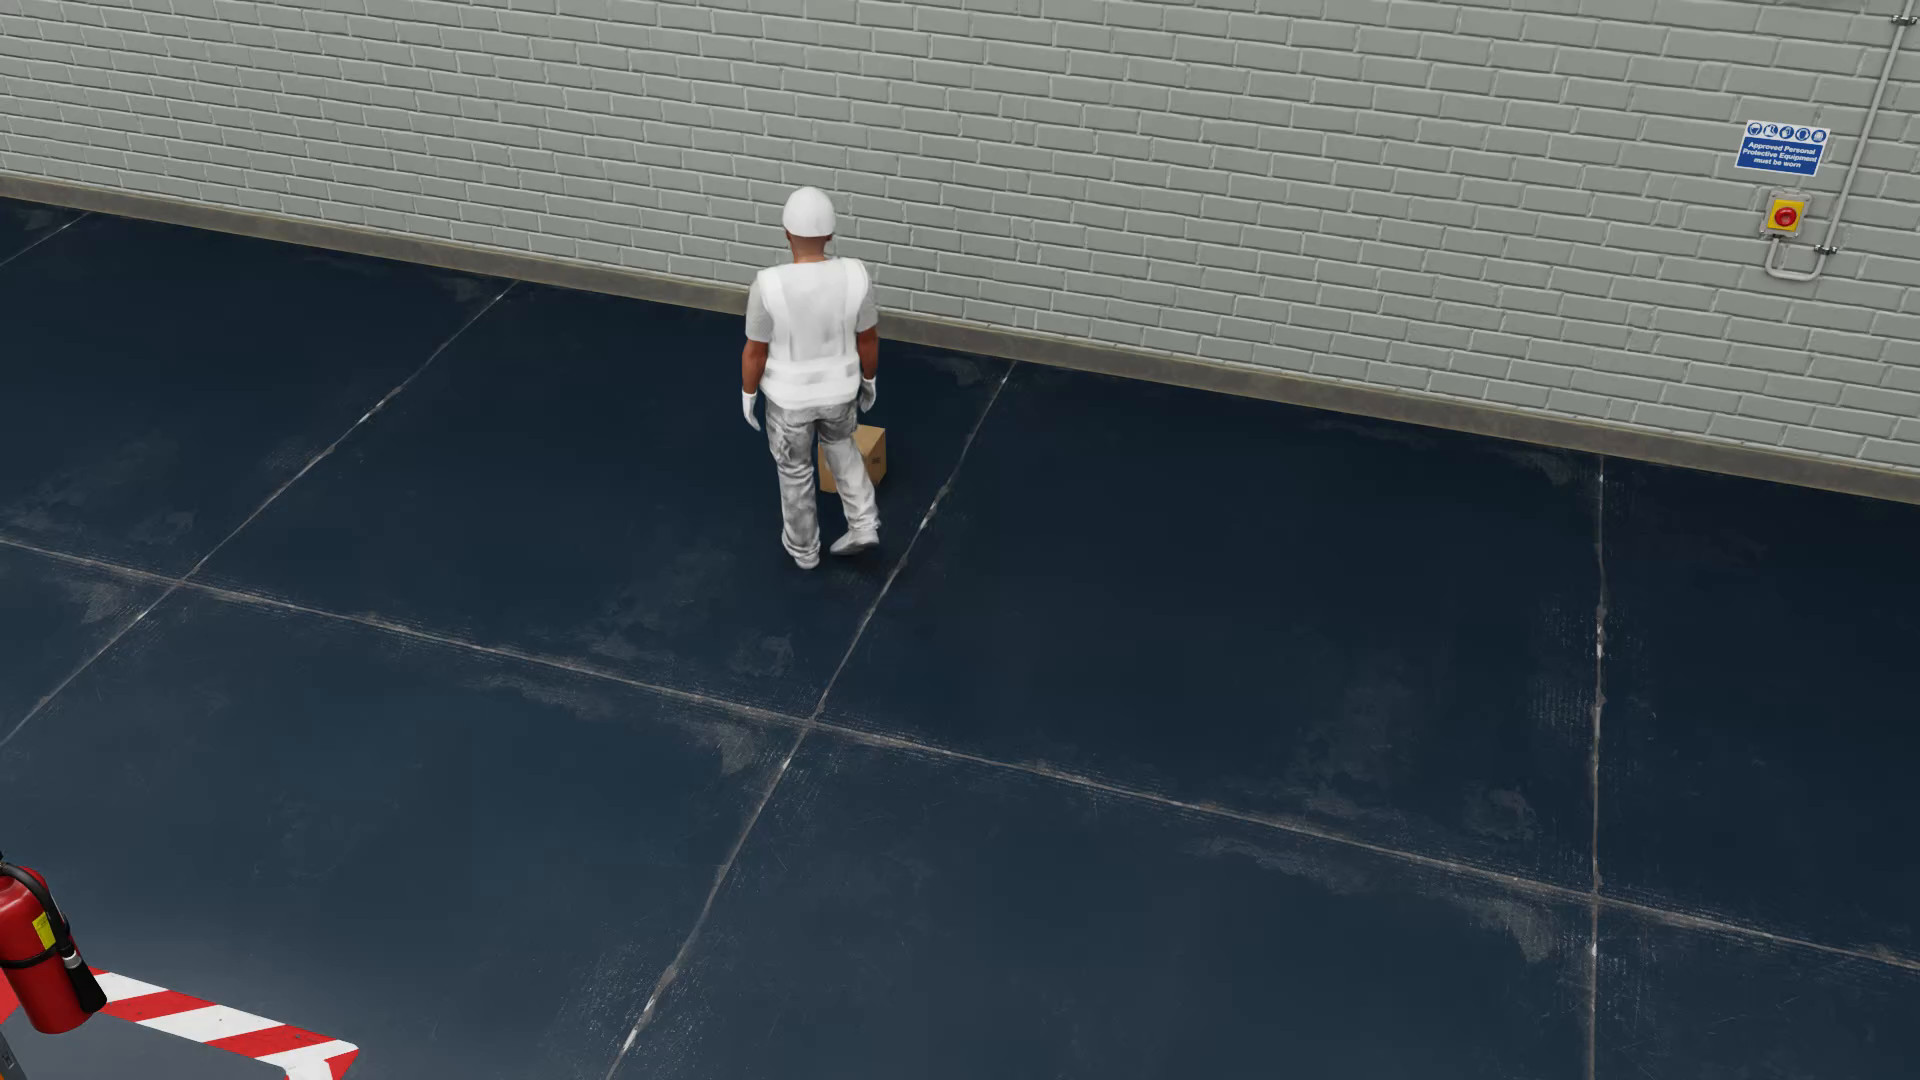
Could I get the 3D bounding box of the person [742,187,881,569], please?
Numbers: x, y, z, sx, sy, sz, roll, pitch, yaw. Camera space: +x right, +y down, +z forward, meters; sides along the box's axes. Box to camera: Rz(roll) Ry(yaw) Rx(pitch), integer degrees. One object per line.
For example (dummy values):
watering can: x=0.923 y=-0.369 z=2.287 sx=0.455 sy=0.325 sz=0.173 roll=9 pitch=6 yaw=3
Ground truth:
person: x=-0.626 y=-0.634 z=6.967 sx=0.577 sy=1.786 sz=0.483 roll=-13 pitch=39 yaw=-17
